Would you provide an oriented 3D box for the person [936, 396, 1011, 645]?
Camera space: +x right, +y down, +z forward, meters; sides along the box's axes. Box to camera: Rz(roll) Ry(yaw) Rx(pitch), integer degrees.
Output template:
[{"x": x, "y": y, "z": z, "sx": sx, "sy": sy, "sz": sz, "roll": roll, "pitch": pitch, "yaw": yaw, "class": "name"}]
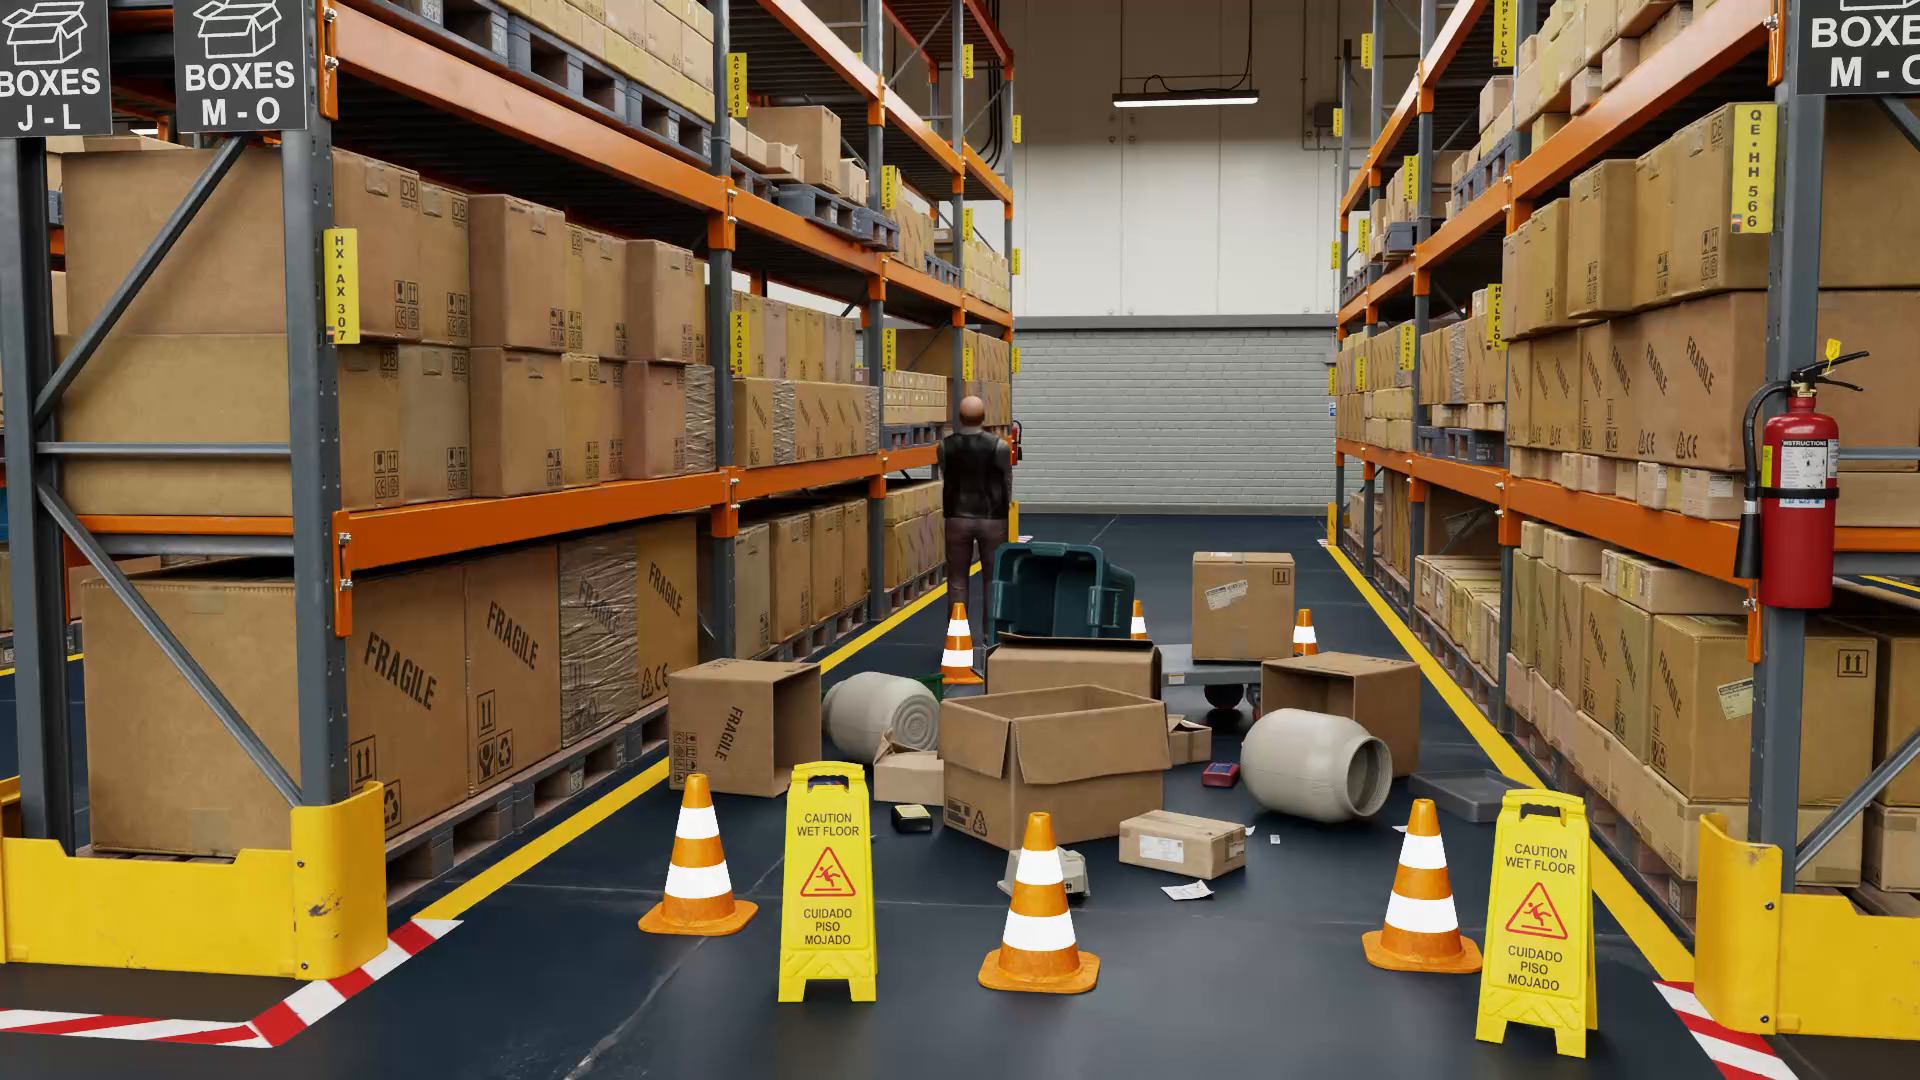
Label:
[{"x": 0.106, "y": -0.137, "z": 11.224, "sx": 0.499, "sy": 1.661, "sz": 0.554, "roll": 1, "pitch": 4, "yaw": 8, "class": "person"}]
